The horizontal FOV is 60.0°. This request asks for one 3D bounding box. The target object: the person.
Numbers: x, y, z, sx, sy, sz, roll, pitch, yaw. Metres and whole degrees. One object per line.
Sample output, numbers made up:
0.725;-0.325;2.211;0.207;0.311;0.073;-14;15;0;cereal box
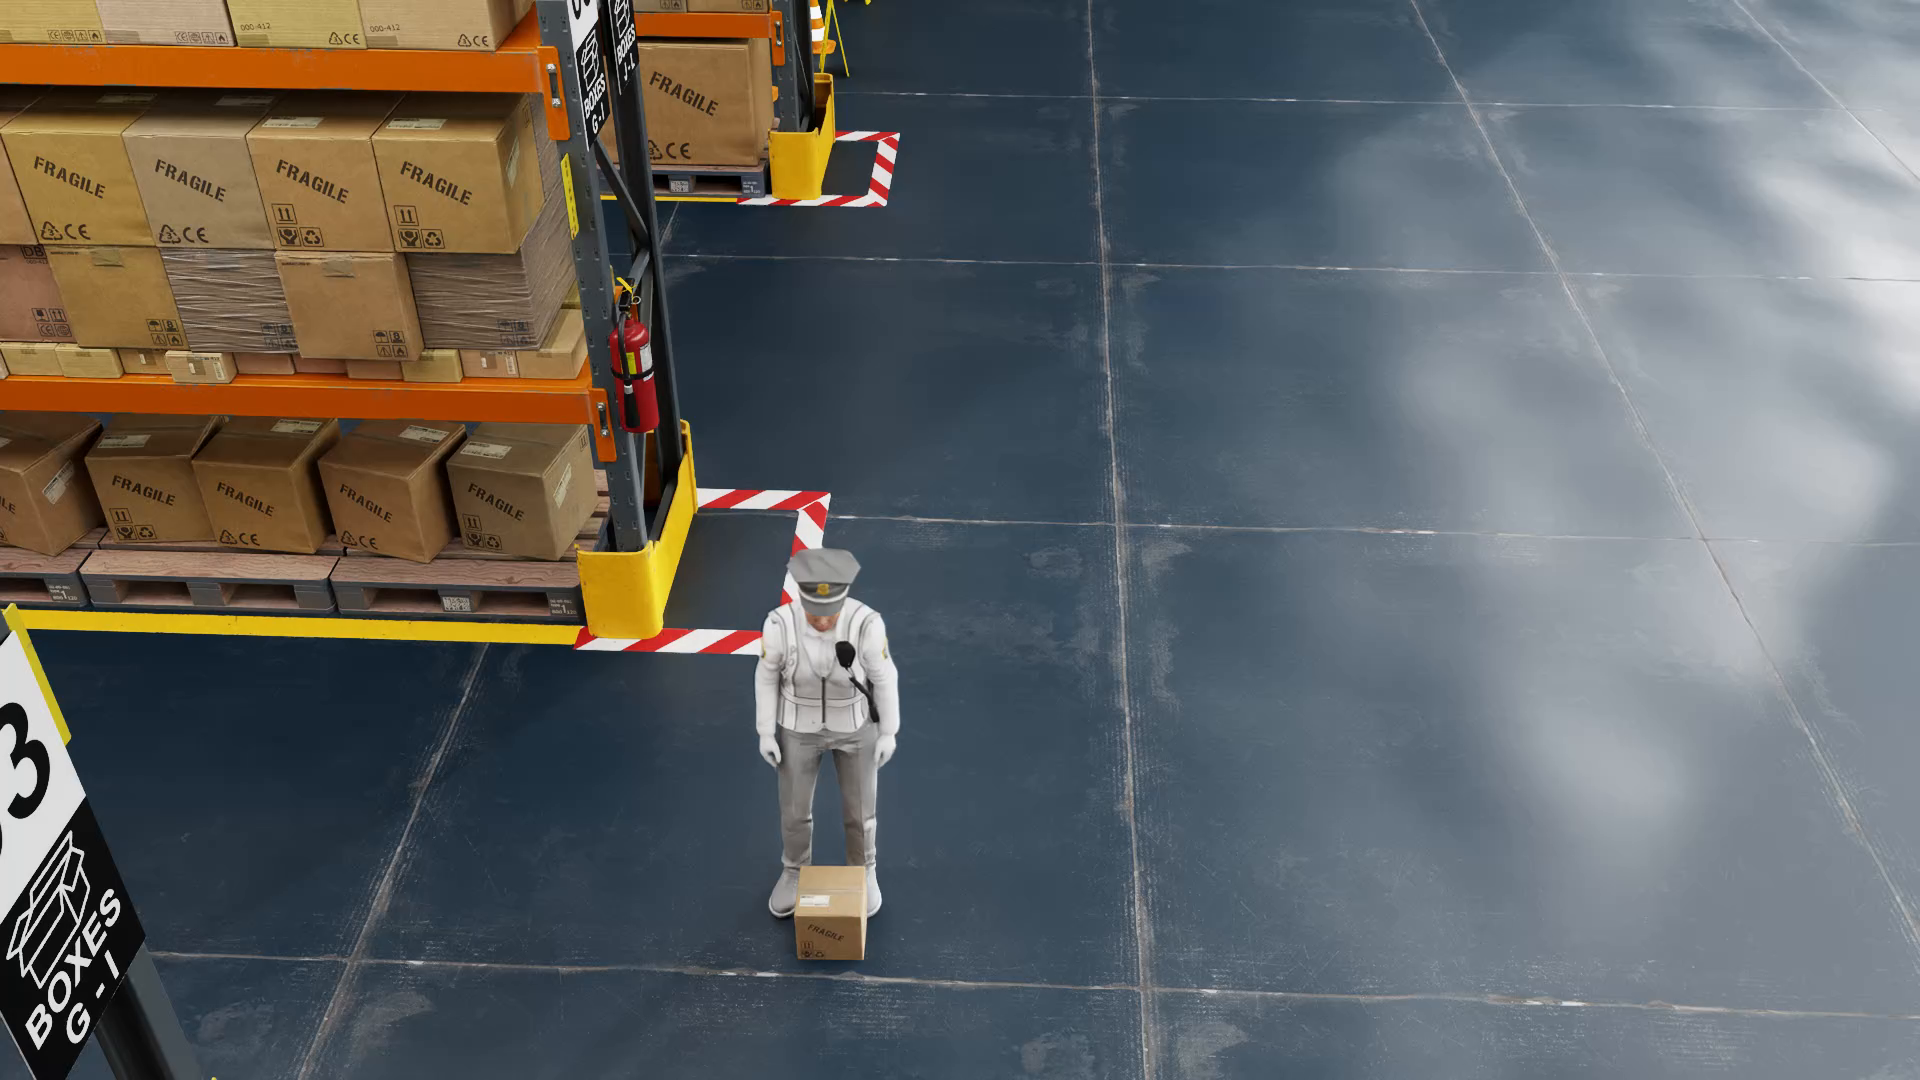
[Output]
-0.487;0.710;6.132;0.529;1.662;0.375;0;36;0;person
